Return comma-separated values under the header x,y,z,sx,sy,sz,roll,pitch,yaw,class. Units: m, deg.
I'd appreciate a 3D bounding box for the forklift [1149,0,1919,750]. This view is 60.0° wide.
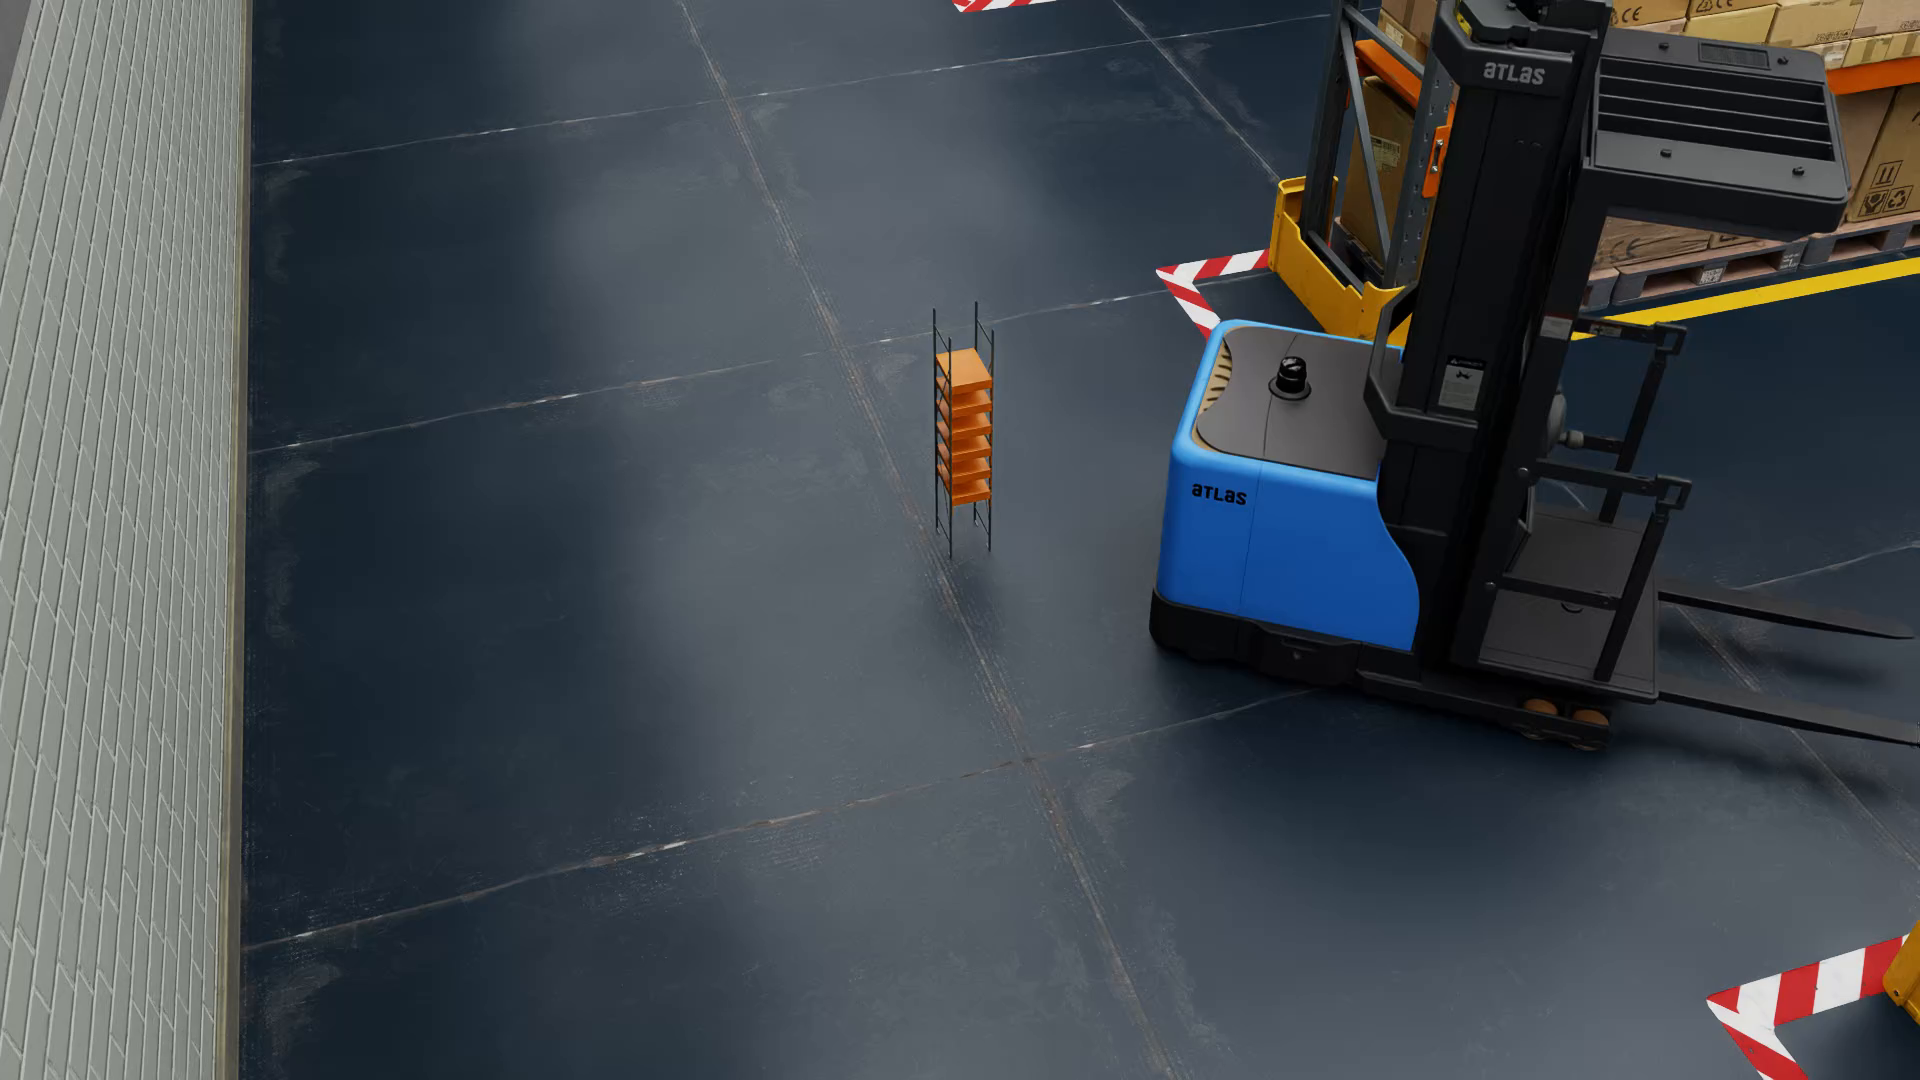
x,y,z,sx,sy,sz,roll,pitch,yaw,class
2.377,-0.658,6.125,3.031,2.935,1.130,12,42,13,forklift

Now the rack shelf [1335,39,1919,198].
x,y,z,sx,sy,sz,roll,pitch,yaw,class
3.988,-2.507,8.736,4.000,0.370,1.077,-12,42,-13,rack shelf

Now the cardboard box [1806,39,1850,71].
x,y,z,sx,sy,sz,roll,pitch,yaw,class
4.234,-2.509,8.382,0.250,0.149,0.380,-11,42,-12,cardboard box

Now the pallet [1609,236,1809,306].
x,y,z,sx,sy,sz,roll,pitch,yaw,class
3.981,-1.778,9.474,1.213,0.211,1.003,-12,42,-13,pallet

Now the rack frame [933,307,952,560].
x,y,z,sx,sy,sz,roll,pitch,yaw,class
-0.073,-0.437,7.187,0.006,1.200,0.240,-12,42,-13,rack frame

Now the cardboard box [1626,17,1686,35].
x,y,z,sx,sy,sz,roll,pitch,yaw,class
3.113,-2.470,8.035,0.500,0.250,0.500,-12,43,-14,cardboard box

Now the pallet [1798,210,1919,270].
x,y,z,sx,sy,sz,roll,pitch,yaw,class
5.146,-2.022,9.753,1.213,0.211,1.003,-12,42,-13,pallet

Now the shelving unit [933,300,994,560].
x,y,z,sx,sy,sz,roll,pitch,yaw,class
0.014,-0.455,7.208,0.189,1.200,0.258,-12,42,-13,shelving unit

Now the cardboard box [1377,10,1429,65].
x,y,z,sx,sy,sz,roll,pitch,yaw,class
2.321,-2.565,8.446,0.250,0.149,0.380,-11,42,-12,cardboard box

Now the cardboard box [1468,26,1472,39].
x,y,z,sx,sy,sz,roll,pitch,yaw,class
2.619,-2.363,7.913,0.500,0.250,0.500,-13,43,-14,cardboard box

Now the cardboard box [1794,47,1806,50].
x,y,z,sx,sy,sz,roll,pitch,yaw,class
3.984,-2.456,8.322,0.250,0.149,0.380,-13,43,-14,cardboard box

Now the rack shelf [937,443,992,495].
x,y,z,sx,sy,sz,roll,pitch,yaw,class
0.014,-0.331,7.316,0.180,0.103,0.258,-12,42,-13,rack shelf

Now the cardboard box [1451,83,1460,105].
x,y,z,sx,sy,sz,roll,pitch,yaw,class
2.518,-2.151,7.973,0.250,0.149,0.380,-11,42,-13,cardboard box

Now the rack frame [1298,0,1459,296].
x,y,z,sx,sy,sz,roll,pitch,yaw,class
2.080,-2.382,8.047,0.127,3.000,1.000,-12,42,-13,rack frame

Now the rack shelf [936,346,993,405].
x,y,z,sx,sy,sz,roll,pitch,yaw,class
0.014,-0.692,7.000,0.180,0.103,0.258,-12,42,-13,rack shelf

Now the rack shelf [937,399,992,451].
x,y,z,sx,sy,sz,roll,pitch,yaw,class
0.014,-0.512,7.158,0.180,0.103,0.258,-12,42,-13,rack shelf

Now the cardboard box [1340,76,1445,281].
x,y,z,sx,sy,sz,roll,pitch,yaw,class
2.666,-1.917,8.810,0.875,0.875,0.875,-12,42,-13,cardboard box

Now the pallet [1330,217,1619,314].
x,y,z,sx,sy,sz,roll,pitch,yaw,class
2.819,-1.539,9.201,1.213,0.211,1.003,-12,42,-13,pallet

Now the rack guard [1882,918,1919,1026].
x,y,z,sx,sy,sz,roll,pitch,yaw,class
3.549,1.680,5.297,0.348,0.500,1.175,-12,42,-13,rack guard

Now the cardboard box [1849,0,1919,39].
x,y,z,sx,sy,sz,roll,pitch,yaw,class
4.573,-2.772,8.380,0.500,0.250,0.500,-11,42,-12,cardboard box

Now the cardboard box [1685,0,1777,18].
x,y,z,sx,sy,sz,roll,pitch,yaw,class
3.588,-2.851,7.901,0.500,0.500,0.500,-13,43,-14,cardboard box

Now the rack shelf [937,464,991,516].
x,y,z,sx,sy,sz,roll,pitch,yaw,class
0.014,-0.241,7.395,0.180,0.103,0.258,-12,42,-13,rack shelf

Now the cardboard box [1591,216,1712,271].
x,y,z,sx,sy,sz,roll,pitch,yaw,class
3.534,-2.097,9.016,0.875,0.875,0.875,-12,42,-13,cardboard box

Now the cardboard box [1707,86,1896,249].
x,y,z,sx,sy,sz,roll,pitch,yaw,class
4.383,-2.273,9.217,0.875,0.875,0.875,-12,42,-13,cardboard box

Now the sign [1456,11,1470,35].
x,y,z,sx,sy,sz,roll,pitch,yaw,class
2.241,-2.389,7.336,0.005,0.325,0.100,-12,42,-13,sign

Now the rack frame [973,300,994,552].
x,y,z,sx,sy,sz,roll,pitch,yaw,class
0.101,-0.473,7.229,0.006,1.200,0.240,-12,42,-13,rack frame

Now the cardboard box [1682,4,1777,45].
x,y,z,sx,sy,sz,roll,pitch,yaw,class
3.593,-2.567,8.146,0.500,0.250,0.500,-13,43,-14,cardboard box

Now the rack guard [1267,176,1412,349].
x,y,z,sx,sy,sz,roll,pitch,yaw,class
2.057,-1.436,8.864,0.348,0.500,1.175,-12,42,-13,rack guard

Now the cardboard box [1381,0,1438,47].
x,y,z,sx,sy,sz,roll,pitch,yaw,class
2.462,-2.700,8.298,0.500,0.250,0.500,-12,43,-14,cardboard box

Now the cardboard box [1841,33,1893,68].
x,y,z,sx,sy,sz,roll,pitch,yaw,class
4.477,-2.558,8.439,0.250,0.149,0.380,-12,43,-14,cardboard box

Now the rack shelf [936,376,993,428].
x,y,z,sx,sy,sz,roll,pitch,yaw,class
0.014,-0.602,7.079,0.180,0.103,0.258,-12,42,-13,rack shelf

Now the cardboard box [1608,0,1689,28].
x,y,z,sx,sy,sz,roll,pitch,yaw,class
3.096,-2.745,7.779,0.500,0.500,0.500,-13,43,-14,cardboard box

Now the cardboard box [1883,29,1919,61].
x,y,z,sx,sy,sz,roll,pitch,yaw,class
4.721,-2.609,8.497,0.250,0.149,0.380,-11,42,-12,cardboard box

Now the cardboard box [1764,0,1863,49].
x,y,z,sx,sy,sz,roll,pitch,yaw,class
4.089,-2.674,8.268,0.500,0.250,0.500,-12,43,-14,cardboard box

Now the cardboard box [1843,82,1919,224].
x,y,z,sx,sy,sz,roll,pitch,yaw,class
5.242,-2.451,9.421,0.875,0.875,0.875,-12,42,-13,cardboard box

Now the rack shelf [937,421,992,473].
x,y,z,sx,sy,sz,roll,pitch,yaw,class
0.014,-0.421,7.237,0.180,0.103,0.258,-12,42,-13,rack shelf
